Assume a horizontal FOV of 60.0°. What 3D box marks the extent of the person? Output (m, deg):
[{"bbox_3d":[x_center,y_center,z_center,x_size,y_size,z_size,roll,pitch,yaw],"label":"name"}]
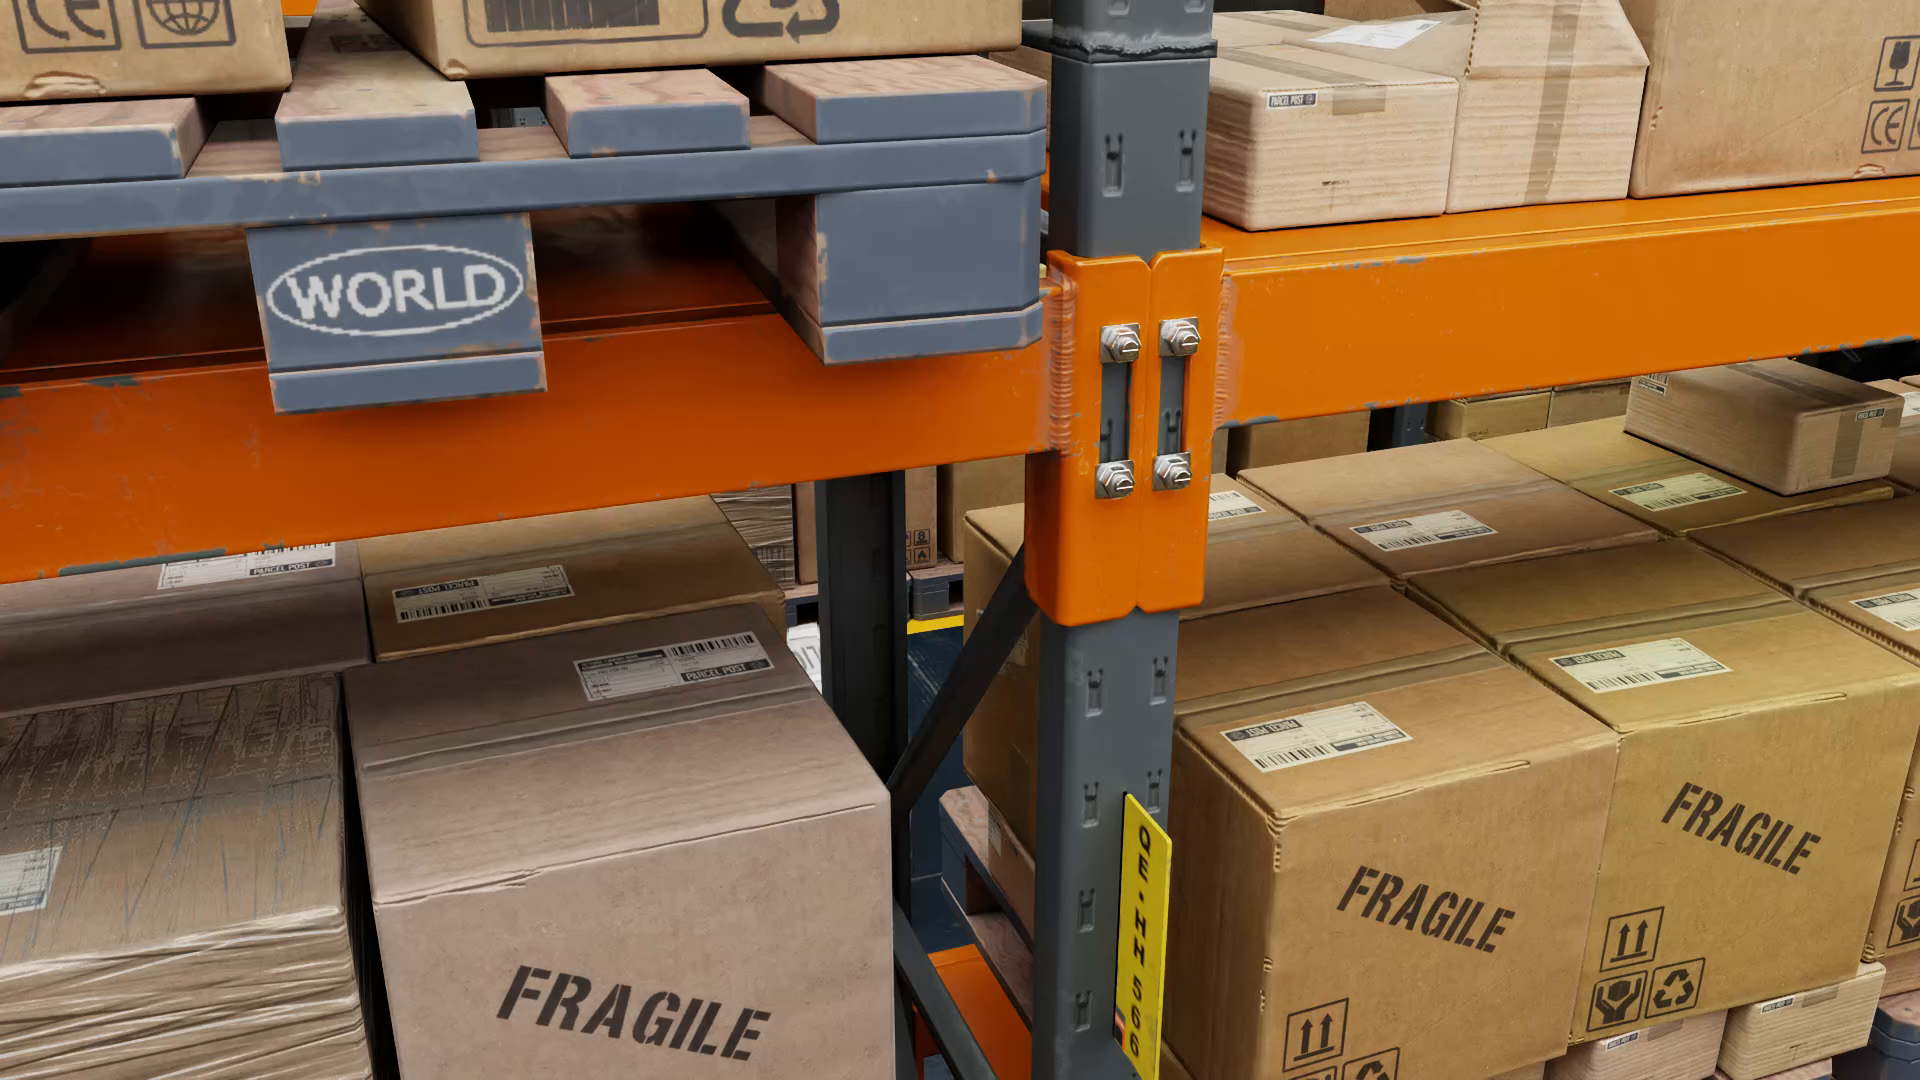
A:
[{"bbox_3d":[-0.443,0.752,5.488,0.464,0.790,0.908,-9,24,-21],"label":"person"}]
